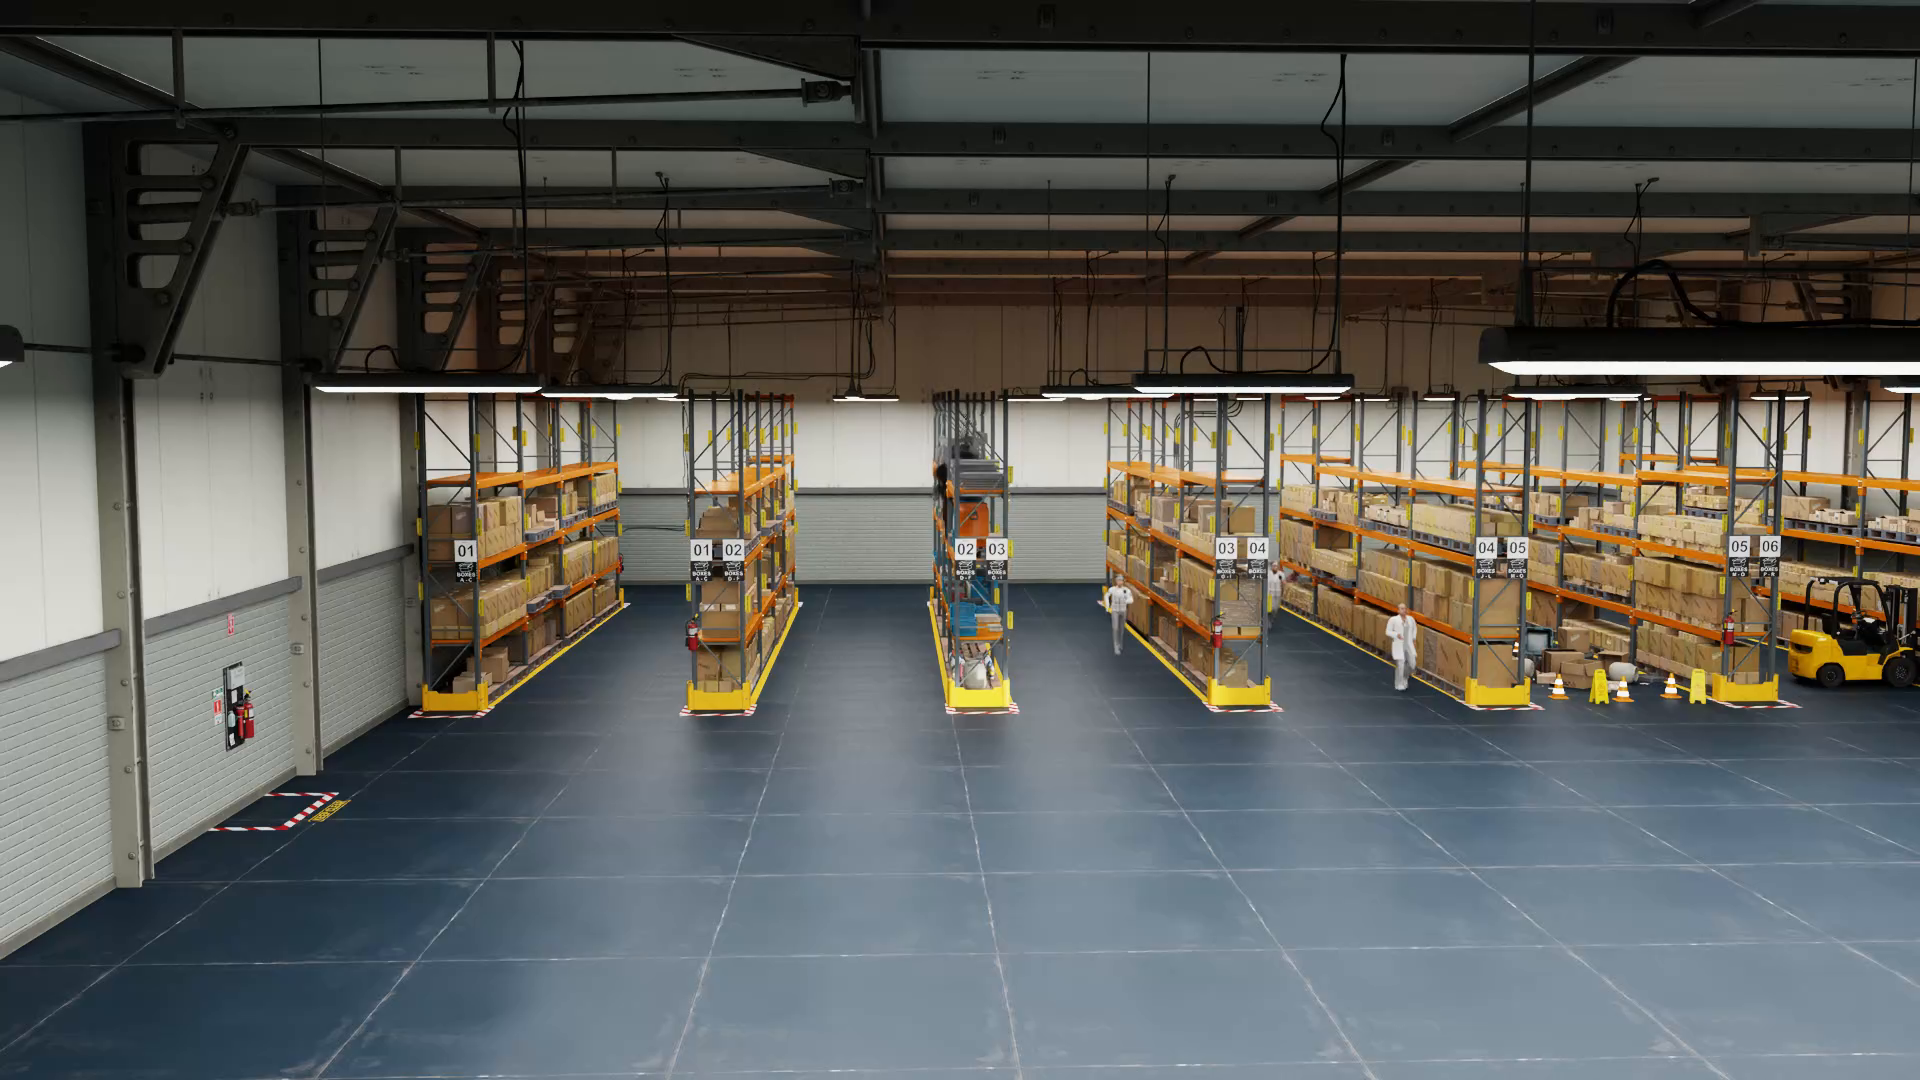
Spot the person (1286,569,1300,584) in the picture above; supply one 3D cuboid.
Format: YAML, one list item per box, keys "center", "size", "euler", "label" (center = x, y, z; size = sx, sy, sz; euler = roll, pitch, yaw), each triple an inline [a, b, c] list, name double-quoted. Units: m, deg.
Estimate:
- center: [9.869, 0.919, 49.105]
  size: [0.528, 1.613, 0.601]
  euler: [3, 6, 35]
  label: "person"

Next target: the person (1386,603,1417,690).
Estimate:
- center: [8.861, 2.141, 33.158]
  size: [0.698, 1.735, 0.633]
  euler: [-1, 5, -7]
  label: "person"

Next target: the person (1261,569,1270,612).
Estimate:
- center: [8.059, 1.254, 44.536]
  size: [0.540, 1.666, 0.591]
  euler: [0, 5, 2]
  label: "person"

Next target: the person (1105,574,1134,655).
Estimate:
- center: [3.486, 1.595, 36.344]
  size: [0.599, 1.719, 0.815]
  euler: [0, 5, -3]
  label: "person"

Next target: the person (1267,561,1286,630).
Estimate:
- center: [7.981, 1.403, 42.304]
  size: [0.647, 1.788, 0.756]
  euler: [-1, 5, -8]
  label: "person"
